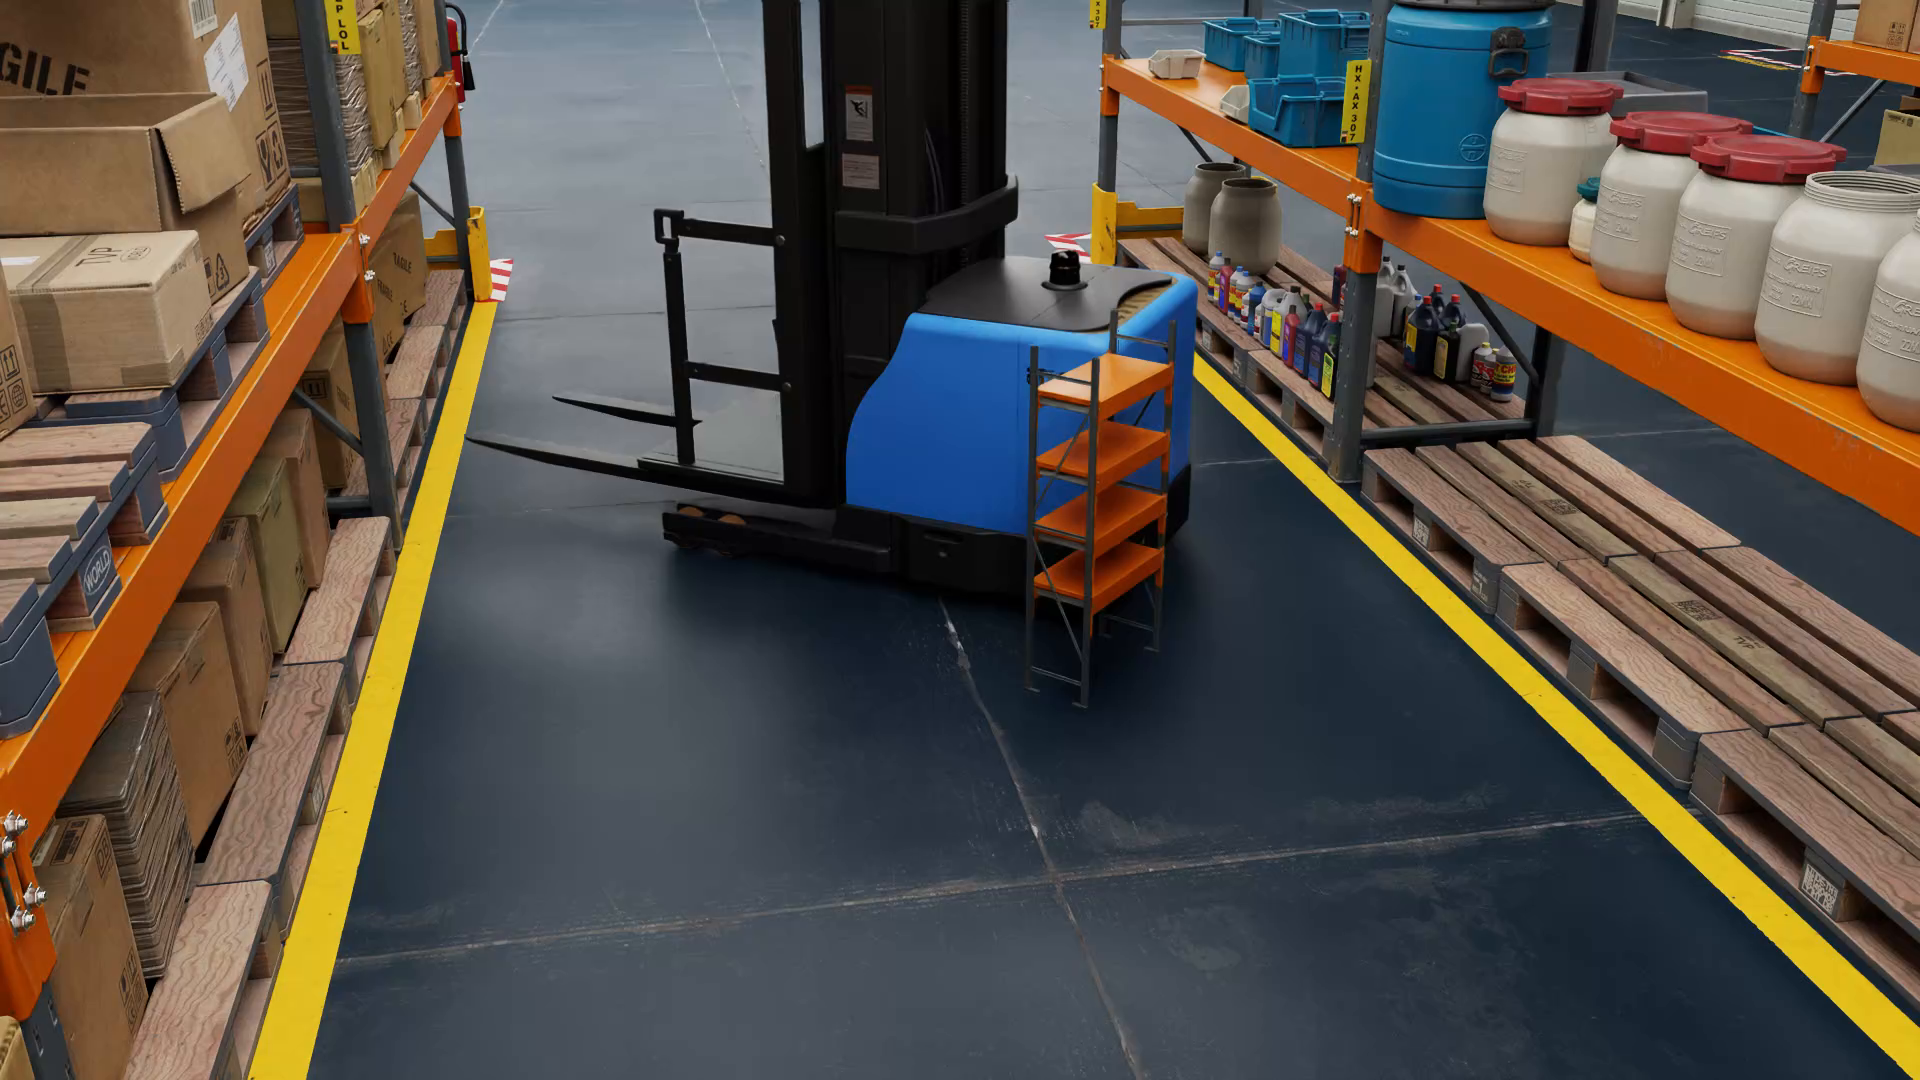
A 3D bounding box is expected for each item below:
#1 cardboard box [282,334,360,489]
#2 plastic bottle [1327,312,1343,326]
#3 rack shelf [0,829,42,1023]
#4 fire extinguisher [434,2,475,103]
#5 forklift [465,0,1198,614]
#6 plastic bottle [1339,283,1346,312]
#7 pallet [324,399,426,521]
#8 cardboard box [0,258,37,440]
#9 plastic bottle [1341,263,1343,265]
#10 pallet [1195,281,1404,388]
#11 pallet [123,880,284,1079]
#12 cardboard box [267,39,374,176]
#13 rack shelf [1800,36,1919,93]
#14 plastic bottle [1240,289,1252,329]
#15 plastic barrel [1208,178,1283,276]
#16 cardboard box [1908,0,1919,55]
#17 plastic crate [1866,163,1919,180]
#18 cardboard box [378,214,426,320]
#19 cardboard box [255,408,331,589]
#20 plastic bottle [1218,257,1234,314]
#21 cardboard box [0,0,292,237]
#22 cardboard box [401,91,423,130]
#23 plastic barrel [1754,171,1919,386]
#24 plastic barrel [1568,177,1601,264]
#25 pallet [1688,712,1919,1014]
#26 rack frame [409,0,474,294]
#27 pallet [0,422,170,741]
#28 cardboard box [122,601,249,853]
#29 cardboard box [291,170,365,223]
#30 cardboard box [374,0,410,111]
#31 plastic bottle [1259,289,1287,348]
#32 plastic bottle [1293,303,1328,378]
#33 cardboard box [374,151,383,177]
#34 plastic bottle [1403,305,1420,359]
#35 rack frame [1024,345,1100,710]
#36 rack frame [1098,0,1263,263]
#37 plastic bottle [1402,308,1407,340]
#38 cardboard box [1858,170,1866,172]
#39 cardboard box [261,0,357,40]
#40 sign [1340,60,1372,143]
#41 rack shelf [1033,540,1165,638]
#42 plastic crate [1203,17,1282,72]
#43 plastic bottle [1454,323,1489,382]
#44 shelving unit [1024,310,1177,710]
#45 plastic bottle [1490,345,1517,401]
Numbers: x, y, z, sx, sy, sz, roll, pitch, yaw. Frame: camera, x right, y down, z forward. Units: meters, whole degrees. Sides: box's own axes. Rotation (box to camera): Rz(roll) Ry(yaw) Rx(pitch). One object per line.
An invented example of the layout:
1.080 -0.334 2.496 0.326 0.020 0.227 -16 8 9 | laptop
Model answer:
-2.765 -0.515 6.779 0.500 0.500 0.500 -5 24 -11 | cardboard box
1.840 -0.956 8.044 0.152 0.276 0.135 -4 24 -10 | plastic bottle
-1.621 1.382 0.736 1.077 0.370 4.000 -4 24 -10 | rack shelf
-3.039 -2.924 9.795 0.296 0.674 0.183 -4 24 -10 | fire extinguisher
-0.631 -1.455 6.419 3.031 2.935 1.130 10 26 22 | forklift
2.094 -1.304 8.935 0.097 0.201 0.097 0 24 0 | plastic bottle
-2.889 -0.291 7.153 1.003 0.211 1.213 -4 24 -10 | pallet
-2.332 -0.394 3.255 0.700 0.500 0.500 -1 24 -2 | cardboard box
2.168 -1.477 9.330 0.097 0.201 0.097 0 24 0 | plastic bottle
1.825 -1.144 9.106 1.003 0.211 1.213 -4 24 -10 | pallet
-2.134 1.236 3.655 1.003 0.211 1.213 -4 24 -10 | pallet
-2.753 -1.671 6.332 0.875 0.500 0.500 -4 24 -10 | cardboard box
6.636 -2.496 9.616 1.077 0.370 4.000 -4 24 -10 | rack shelf
1.527 -1.217 8.736 0.097 0.201 0.097 0 24 0 | plastic bottle
1.687 -1.849 9.820 0.421 0.512 0.421 0 24 0 | plastic barrel
6.442 -3.267 10.359 0.700 0.500 0.500 -4 24 -8 | cardboard box
2.879 -0.788 4.727 0.402 0.464 0.583 -4 24 -10 | plastic crate
-3.227 -1.448 8.917 0.500 0.500 0.500 2 24 4 | cardboard box
-2.638 -0.120 5.851 0.700 0.500 0.500 -6 24 -14 | cardboard box
1.450 -1.377 9.000 0.061 0.283 0.133 -4 24 -9 | plastic bottle
-2.721 -1.452 5.052 1.000 1.000 1.000 -4 24 -9 | cardboard box
-2.834 -2.087 8.094 0.380 0.149 0.250 -4 24 -10 | cardboard box
2.399 -0.706 4.480 0.421 0.512 0.421 0 24 0 | plastic barrel
2.231 -1.079 5.645 0.301 0.262 0.301 0 24 0 | plastic barrel
2.772 0.870 4.495 1.003 0.211 1.213 -4 24 -10 | pallet
-3.470 -2.881 9.598 1.000 3.000 0.127 -4 24 -10 | rack frame
-2.227 0.081 3.055 1.213 0.211 1.003 -4 24 -10 | pallet
-2.361 0.508 4.412 0.700 0.500 0.500 -2 24 -5 | cardboard box
-2.475 -1.299 6.291 0.380 0.149 0.250 -4 24 -10 | cardboard box
-3.054 -2.259 7.679 0.875 0.500 0.500 -4 24 -10 | cardboard box
1.613 -1.126 8.434 0.152 0.276 0.135 -4 24 -9 | plastic bottle
1.699 -0.969 7.981 0.144 0.351 0.185 -6 24 -12 | plastic bottle
-2.637 -1.592 6.962 0.380 0.149 0.250 -4 24 -10 | cardboard box
2.250 -1.022 8.200 0.097 0.271 0.097 0 24 0 | plastic bottle
0.319 -0.022 5.301 0.240 1.200 0.015 16 28 32 | rack frame
1.397 -3.247 10.437 1.000 3.000 0.127 -4 24 -10 | rack frame
2.331 -1.129 8.533 0.097 0.201 0.097 0 24 0 | plastic bottle
6.146 -2.317 11.219 0.500 0.250 0.500 -4 24 -10 | cardboard box
-2.564 -2.144 6.164 0.500 0.500 0.500 -4 24 -10 | cardboard box
1.594 -1.764 6.696 0.100 0.325 0.005 -4 24 -10 | sign
0.459 0.142 5.590 0.258 0.148 0.480 16 28 32 | rack shelf
1.784 -3.004 10.067 0.499 0.251 0.616 -4 24 -10 | plastic crate
2.422 -0.910 7.940 0.152 0.276 0.135 -3 24 -8 | plastic bottle
0.459 -0.102 5.484 0.258 1.200 0.503 16 28 32 | shelving unit
2.509 -0.783 7.654 0.097 0.271 0.097 0 24 0 | plastic bottle
